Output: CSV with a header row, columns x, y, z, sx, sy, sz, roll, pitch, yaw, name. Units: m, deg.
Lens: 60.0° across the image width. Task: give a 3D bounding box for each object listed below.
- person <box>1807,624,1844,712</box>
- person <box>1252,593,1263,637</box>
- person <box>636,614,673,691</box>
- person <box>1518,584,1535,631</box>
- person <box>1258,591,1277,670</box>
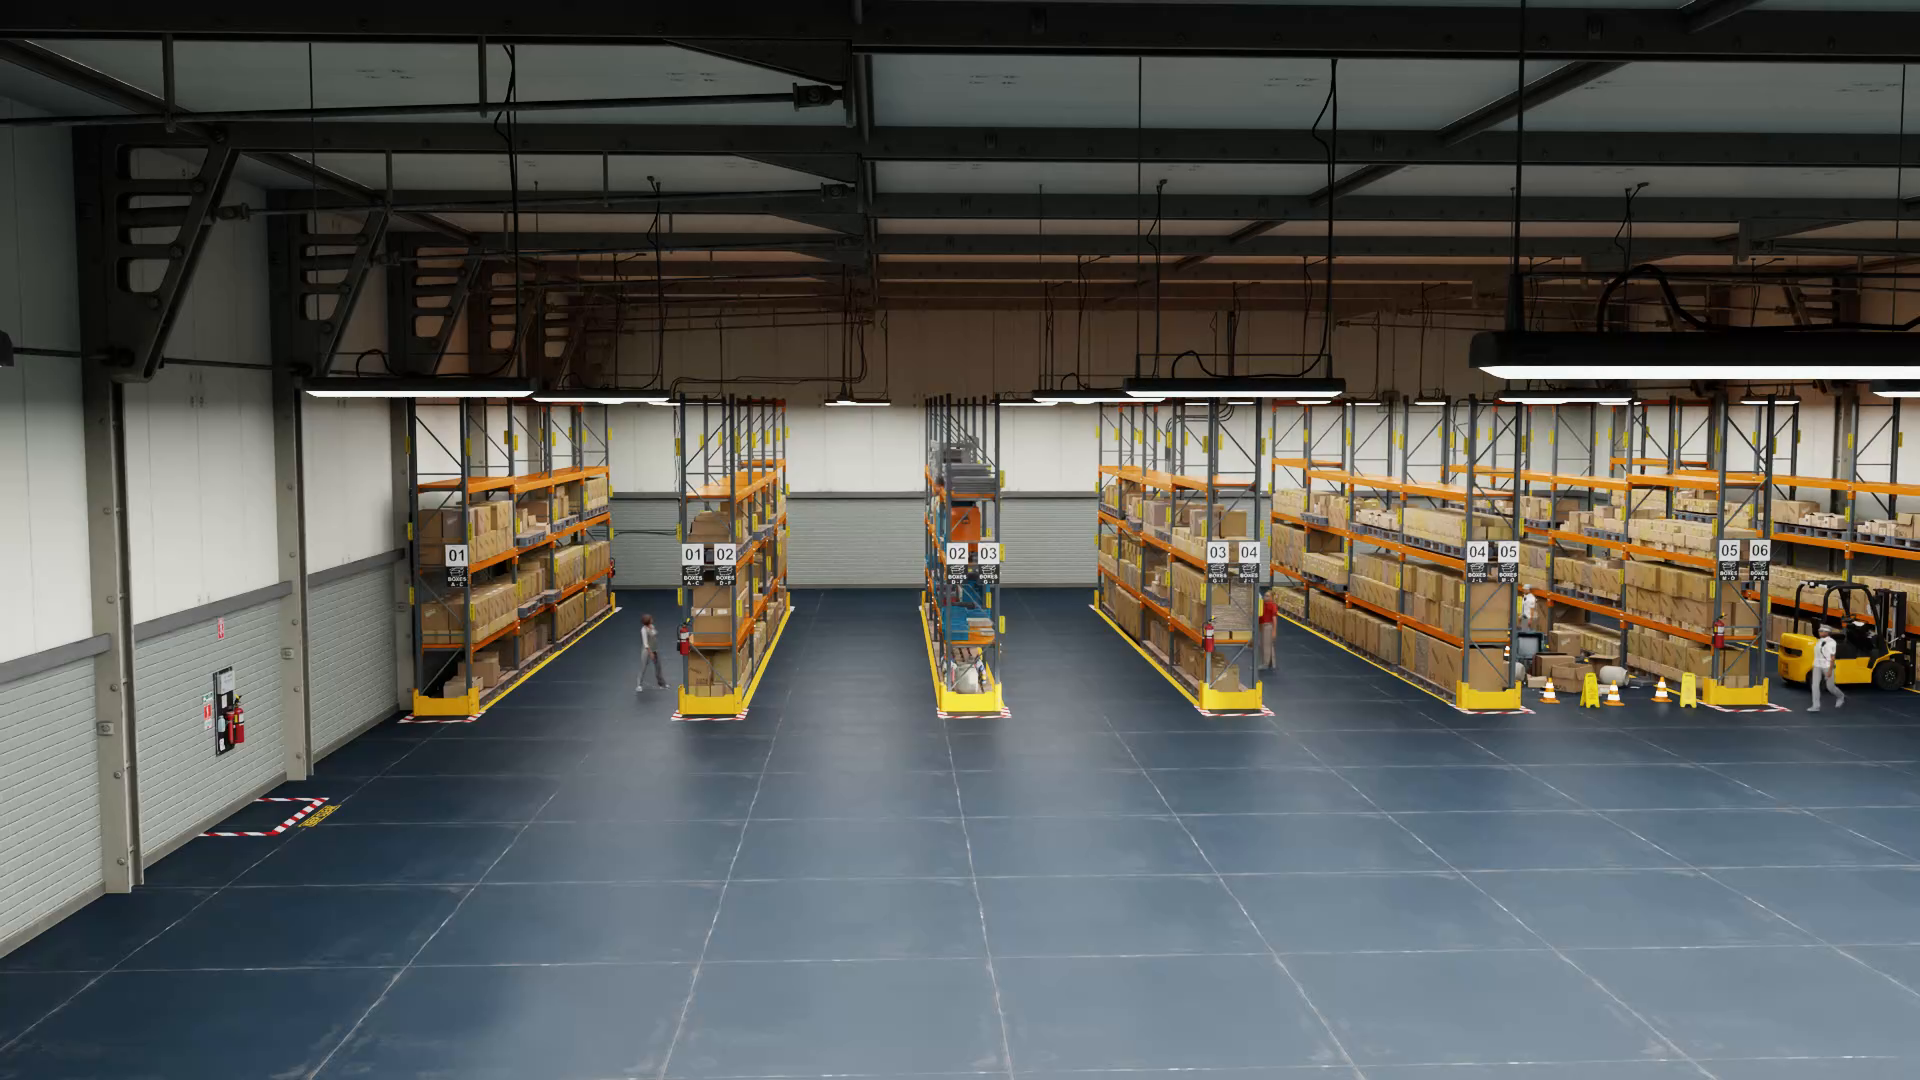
x,y,z,sx,sy,sz,roll,pitch,yaw,name
16.387,2.402,31.444,0.809,1.657,0.444,-3,6,-37,person
6.981,1.791,39.558,0.410,1.620,1.064,0,5,-6,person
-6.250,2.279,33.739,0.598,1.584,0.604,3,5,31,person
13.177,1.847,38.669,0.421,1.673,0.515,2,5,21,person
6.697,1.975,36.572,0.529,1.715,0.547,0,5,-5,person
